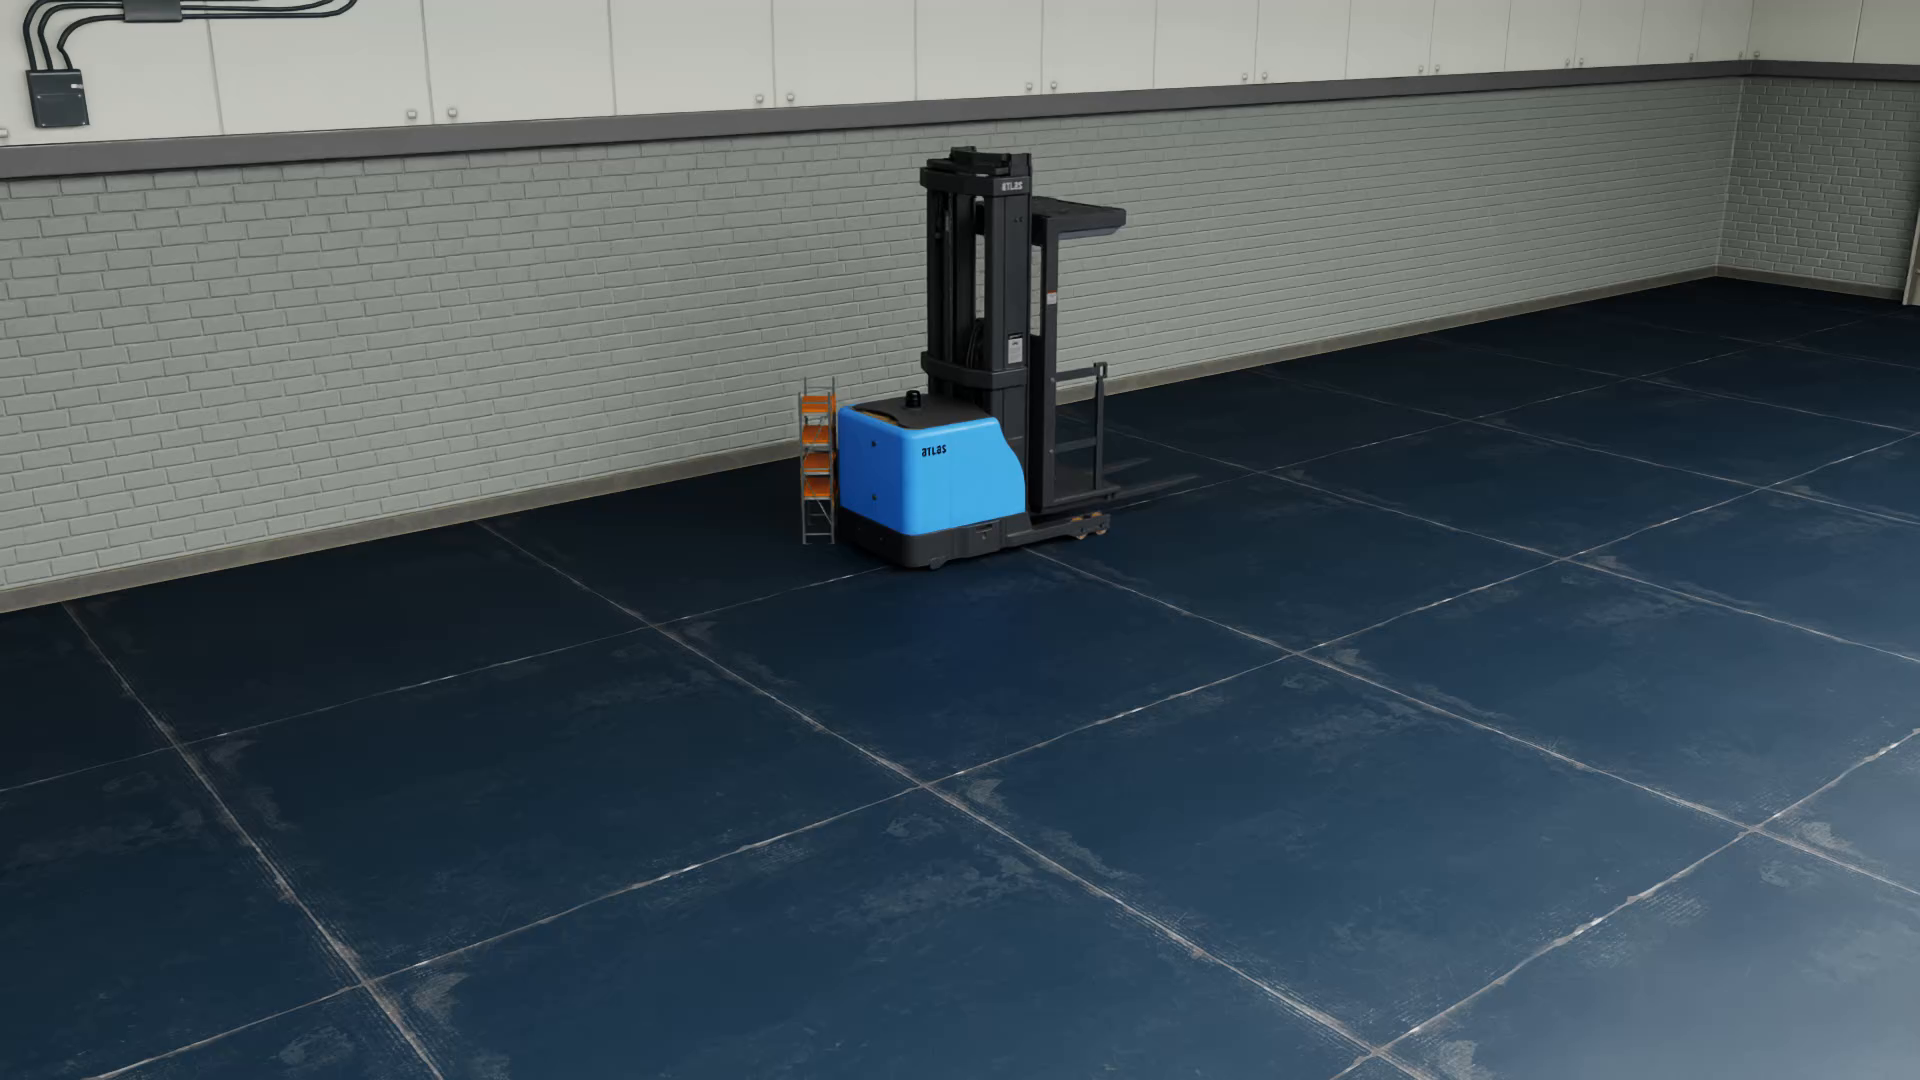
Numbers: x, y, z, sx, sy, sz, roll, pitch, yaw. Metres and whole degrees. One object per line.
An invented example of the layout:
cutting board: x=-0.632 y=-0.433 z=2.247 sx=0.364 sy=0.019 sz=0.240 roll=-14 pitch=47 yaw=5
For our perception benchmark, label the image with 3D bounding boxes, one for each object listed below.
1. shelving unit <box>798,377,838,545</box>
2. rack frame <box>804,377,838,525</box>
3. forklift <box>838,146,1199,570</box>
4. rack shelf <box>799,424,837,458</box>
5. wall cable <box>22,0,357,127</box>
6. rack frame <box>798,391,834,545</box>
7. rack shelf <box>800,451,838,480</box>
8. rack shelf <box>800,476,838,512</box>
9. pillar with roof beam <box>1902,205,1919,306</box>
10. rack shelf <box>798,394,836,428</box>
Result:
shelving unit: x=-1.086 y=-0.613 z=12.803 sx=0.258 sy=1.200 sz=0.503 roll=0 pitch=18 yaw=0
rack frame: x=-1.088 y=-0.689 z=13.035 sx=0.240 sy=1.200 sz=0.015 roll=0 pitch=18 yaw=0
forklift: x=0.561 y=-1.522 z=12.796 sx=3.031 sy=2.935 sz=1.130 roll=-13 pitch=22 yaw=-34
rack shelf: x=-1.086 y=-0.761 z=12.754 sx=0.258 sy=0.148 sz=0.480 roll=0 pitch=18 yaw=0
wall cable: x=-5.055 y=-5.740 z=10.471 sx=2.305 sy=6.003 sz=0.169 roll=-14 pitch=23 yaw=-36
rack frame: x=-1.085 y=-0.536 z=12.572 sx=0.240 sy=1.200 sz=0.015 roll=0 pitch=18 yaw=0
rack shelf: x=-1.087 y=-0.549 z=12.825 sx=0.258 sy=0.148 sz=0.480 roll=0 pitch=18 yaw=0
rack shelf: x=-1.087 y=-0.360 z=12.887 sx=0.258 sy=0.148 sz=0.480 roll=0 pitch=18 yaw=0
pillar with roof beam: x=9.604 y=-6.600 z=18.479 sx=9.100 sy=9.000 sz=0.400 roll=-14 pitch=23 yaw=-36
rack shelf: x=-1.086 y=-0.986 z=12.680 sx=0.258 sy=0.148 sz=0.480 roll=0 pitch=18 yaw=0
